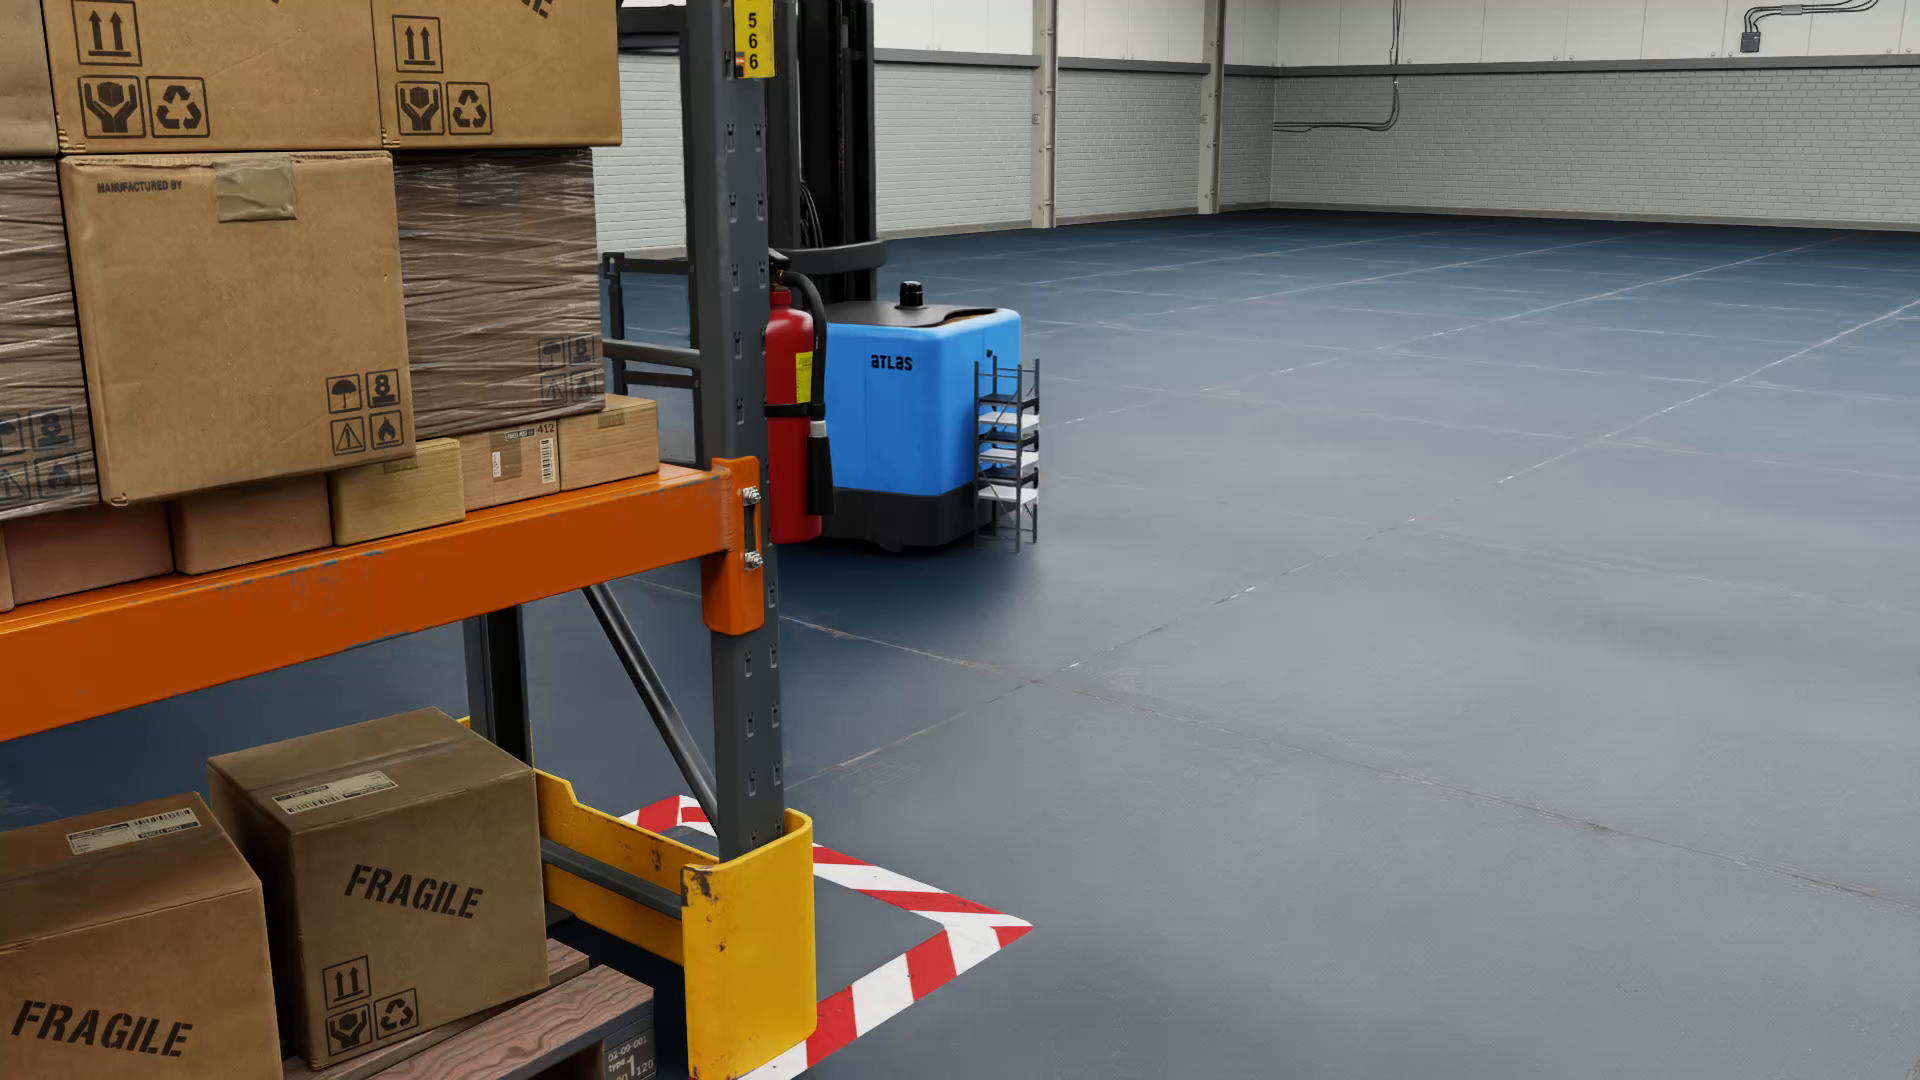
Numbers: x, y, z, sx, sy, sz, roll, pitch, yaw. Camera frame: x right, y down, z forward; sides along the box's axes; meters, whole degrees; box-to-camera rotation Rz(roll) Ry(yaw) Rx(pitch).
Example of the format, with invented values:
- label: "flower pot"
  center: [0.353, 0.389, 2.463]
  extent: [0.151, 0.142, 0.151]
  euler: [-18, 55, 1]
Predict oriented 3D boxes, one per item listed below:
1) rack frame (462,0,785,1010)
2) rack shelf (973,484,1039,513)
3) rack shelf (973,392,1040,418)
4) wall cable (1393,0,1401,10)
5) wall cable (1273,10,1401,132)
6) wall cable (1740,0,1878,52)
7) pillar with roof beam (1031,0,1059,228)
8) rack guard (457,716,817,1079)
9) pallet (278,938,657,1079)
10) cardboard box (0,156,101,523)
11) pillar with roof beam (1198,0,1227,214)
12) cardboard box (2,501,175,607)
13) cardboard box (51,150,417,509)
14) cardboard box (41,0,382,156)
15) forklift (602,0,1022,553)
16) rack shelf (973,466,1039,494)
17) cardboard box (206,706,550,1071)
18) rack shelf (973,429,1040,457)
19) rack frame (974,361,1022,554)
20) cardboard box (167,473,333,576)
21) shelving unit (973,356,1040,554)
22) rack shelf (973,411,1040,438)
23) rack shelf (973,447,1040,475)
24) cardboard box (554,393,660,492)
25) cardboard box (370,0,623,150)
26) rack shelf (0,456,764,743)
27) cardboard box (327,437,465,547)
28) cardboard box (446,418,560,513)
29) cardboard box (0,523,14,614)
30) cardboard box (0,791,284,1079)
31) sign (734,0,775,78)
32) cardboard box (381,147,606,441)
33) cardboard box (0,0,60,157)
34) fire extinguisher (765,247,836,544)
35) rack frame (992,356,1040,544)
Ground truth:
- label: "rack frame"
  center: [-0.813, -0.423, 3.696]
  extent: [1.000, 3.000, 0.127]
  euler: [11, 18, 38]
- label: "rack shelf"
  center: [0.220, -0.200, 7.949]
  extent: [0.258, 0.077, 0.200]
  euler: [7, 16, 25]
- label: "rack shelf"
  center: [0.221, -0.636, 7.837]
  extent: [0.258, 0.077, 0.200]
  euler: [7, 16, 25]
- label: "wall cable"
  center: [10.317, -12.267, 34.183]
  extent: [3.097, 2.526, 0.112]
  euler: [11, 18, 38]
- label: "wall cable"
  center: [8.212, -10.238, 36.452]
  extent: [3.097, 2.526, 0.112]
  euler: [11, 18, 38]
- label: "wall cable"
  center: [15.586, -11.919, 29.856]
  extent: [2.305, 6.003, 0.169]
  euler: [11, 18, 38]
- label: "pillar with roof beam"
  center: [4.910, -9.568, 27.509]
  extent: [9.100, 9.000, 0.400]
  euler: [11, 18, 38]
- label: "rack guard"
  center: [-0.861, 0.803, 3.946]
  extent: [1.175, 0.500, 0.348]
  euler: [11, 18, 38]
- label: "pallet"
  center: [-1.399, 1.093, 3.391]
  extent: [1.003, 0.211, 1.213]
  euler: [11, 18, 38]
- label: "cardboard box"
  center: [-1.749, -0.311, 2.448]
  extent: [0.875, 0.500, 0.500]
  euler: [11, 18, 38]
- label: "pillar with roof beam"
  center: [8.681, -10.717, 32.032]
  extent: [9.100, 9.000, 0.400]
  euler: [11, 18, 38]
- label: "cardboard box"
  center: [-1.465, -0.024, 2.636]
  extent: [0.380, 0.149, 0.250]
  euler: [11, 18, 38]
- label: "cardboard box"
  center: [-1.401, -0.400, 2.799]
  extent: [0.875, 0.500, 0.500]
  euler: [11, 18, 38]
- label: "cardboard box"
  center: [-1.277, -0.860, 2.578]
  extent: [0.500, 0.500, 0.500]
  euler: [11, 18, 38]
- label: "forklift"
  center: [-1.238, -1.589, 8.425]
  extent: [3.031, 2.935, 1.130]
  euler: [7, 16, 25]
- label: "rack shelf"
  center: [0.220, -0.288, 7.926]
  extent: [0.258, 0.077, 0.200]
  euler: [7, 16, 25]
- label: "cardboard box"
  center: [-1.219, 0.702, 3.491]
  extent: [0.500, 0.500, 0.500]
  euler: [-12, 18, -39]
- label: "rack shelf"
  center: [0.220, -0.462, 7.882]
  extent: [0.258, 0.077, 0.200]
  euler: [7, 16, 25]
- label: "rack frame"
  center: [0.175, -0.385, 7.807]
  extent: [0.240, 0.900, 0.006]
  euler: [7, 16, 25]
- label: "cardboard box"
  center: [-1.276, -0.066, 2.799]
  extent: [0.380, 0.149, 0.250]
  euler: [11, 18, 38]
- label: "shelving unit"
  center: [0.220, -0.407, 7.896]
  extent: [0.258, 0.900, 0.210]
  euler: [7, 16, 25]
- label: "rack shelf"
  center: [0.221, -0.549, 7.860]
  extent: [0.258, 0.077, 0.200]
  euler: [7, 16, 25]
- label: "rack shelf"
  center: [0.220, -0.375, 7.904]
  extent: [0.258, 0.077, 0.200]
  euler: [7, 16, 25]
- label: "cardboard box"
  center: [-0.832, -0.215, 3.386]
  extent: [0.380, 0.149, 0.250]
  euler: [11, 18, 38]
- label: "cardboard box"
  center: [-0.967, -0.957, 2.959]
  extent: [0.500, 0.500, 0.500]
  euler: [11, 18, 38]
- label: "rack shelf"
  center: [-2.070, 0.309, 2.277]
  extent: [1.077, 0.370, 4.000]
  euler: [11, 18, 38]
- label: "cardboard box"
  center: [-1.107, -0.111, 2.978]
  extent: [0.380, 0.149, 0.250]
  euler: [11, 18, 38]
- label: "cardboard box"
  center: [-0.989, -0.167, 3.198]
  extent: [0.380, 0.149, 0.250]
  euler: [11, 18, 38]
- label: "cardboard box"
  center: [-1.605, 0.027, 2.434]
  extent: [0.380, 0.149, 0.250]
  euler: [11, 18, 38]
- label: "cardboard box"
  center: [-1.568, 0.822, 3.020]
  extent: [0.500, 0.500, 0.500]
  euler: [-10, 17, -35]
- label: "sign"
  center: [-0.394, -1.048, 3.161]
  extent: [0.100, 0.325, 0.005]
  euler: [11, 18, 38]
- label: "cardboard box"
  center: [-1.180, -0.515, 3.249]
  extent: [0.875, 0.500, 0.500]
  euler: [11, 18, 38]
- label: "cardboard box"
  center: [-1.593, -0.765, 2.203]
  extent: [0.500, 0.500, 0.500]
  euler: [11, 18, 38]
- label: "fire extinguisher"
  center: [-0.383, -0.336, 3.511]
  extent: [0.296, 0.674, 0.183]
  euler: [11, 18, 38]
- label: "rack frame"
  center: [0.265, -0.430, 7.984]
  extent: [0.240, 0.900, 0.006]
  euler: [7, 16, 25]
